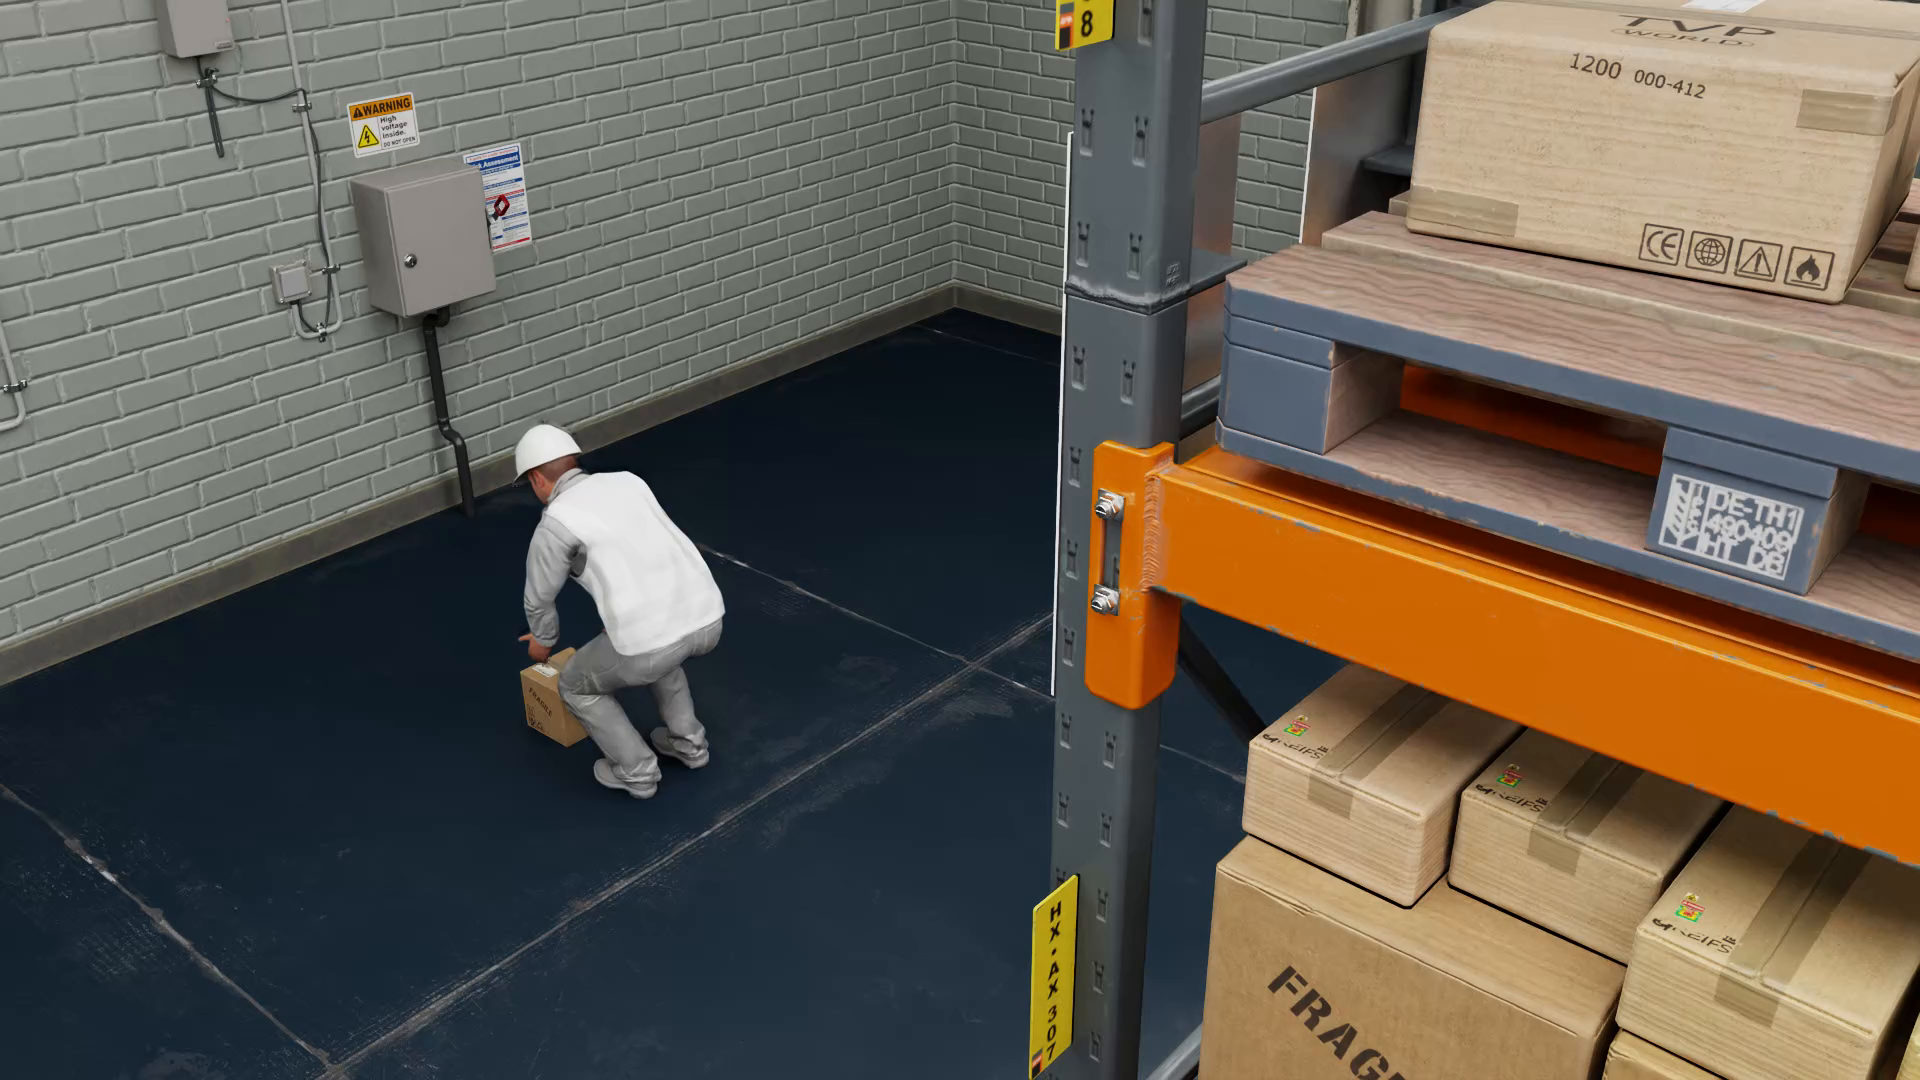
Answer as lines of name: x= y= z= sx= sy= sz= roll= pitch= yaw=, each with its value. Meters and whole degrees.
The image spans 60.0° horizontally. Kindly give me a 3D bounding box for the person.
person: x=-1.258 y=0.271 z=6.053 sx=0.812 sy=1.329 sz=0.587 roll=21 pitch=34 yaw=35
